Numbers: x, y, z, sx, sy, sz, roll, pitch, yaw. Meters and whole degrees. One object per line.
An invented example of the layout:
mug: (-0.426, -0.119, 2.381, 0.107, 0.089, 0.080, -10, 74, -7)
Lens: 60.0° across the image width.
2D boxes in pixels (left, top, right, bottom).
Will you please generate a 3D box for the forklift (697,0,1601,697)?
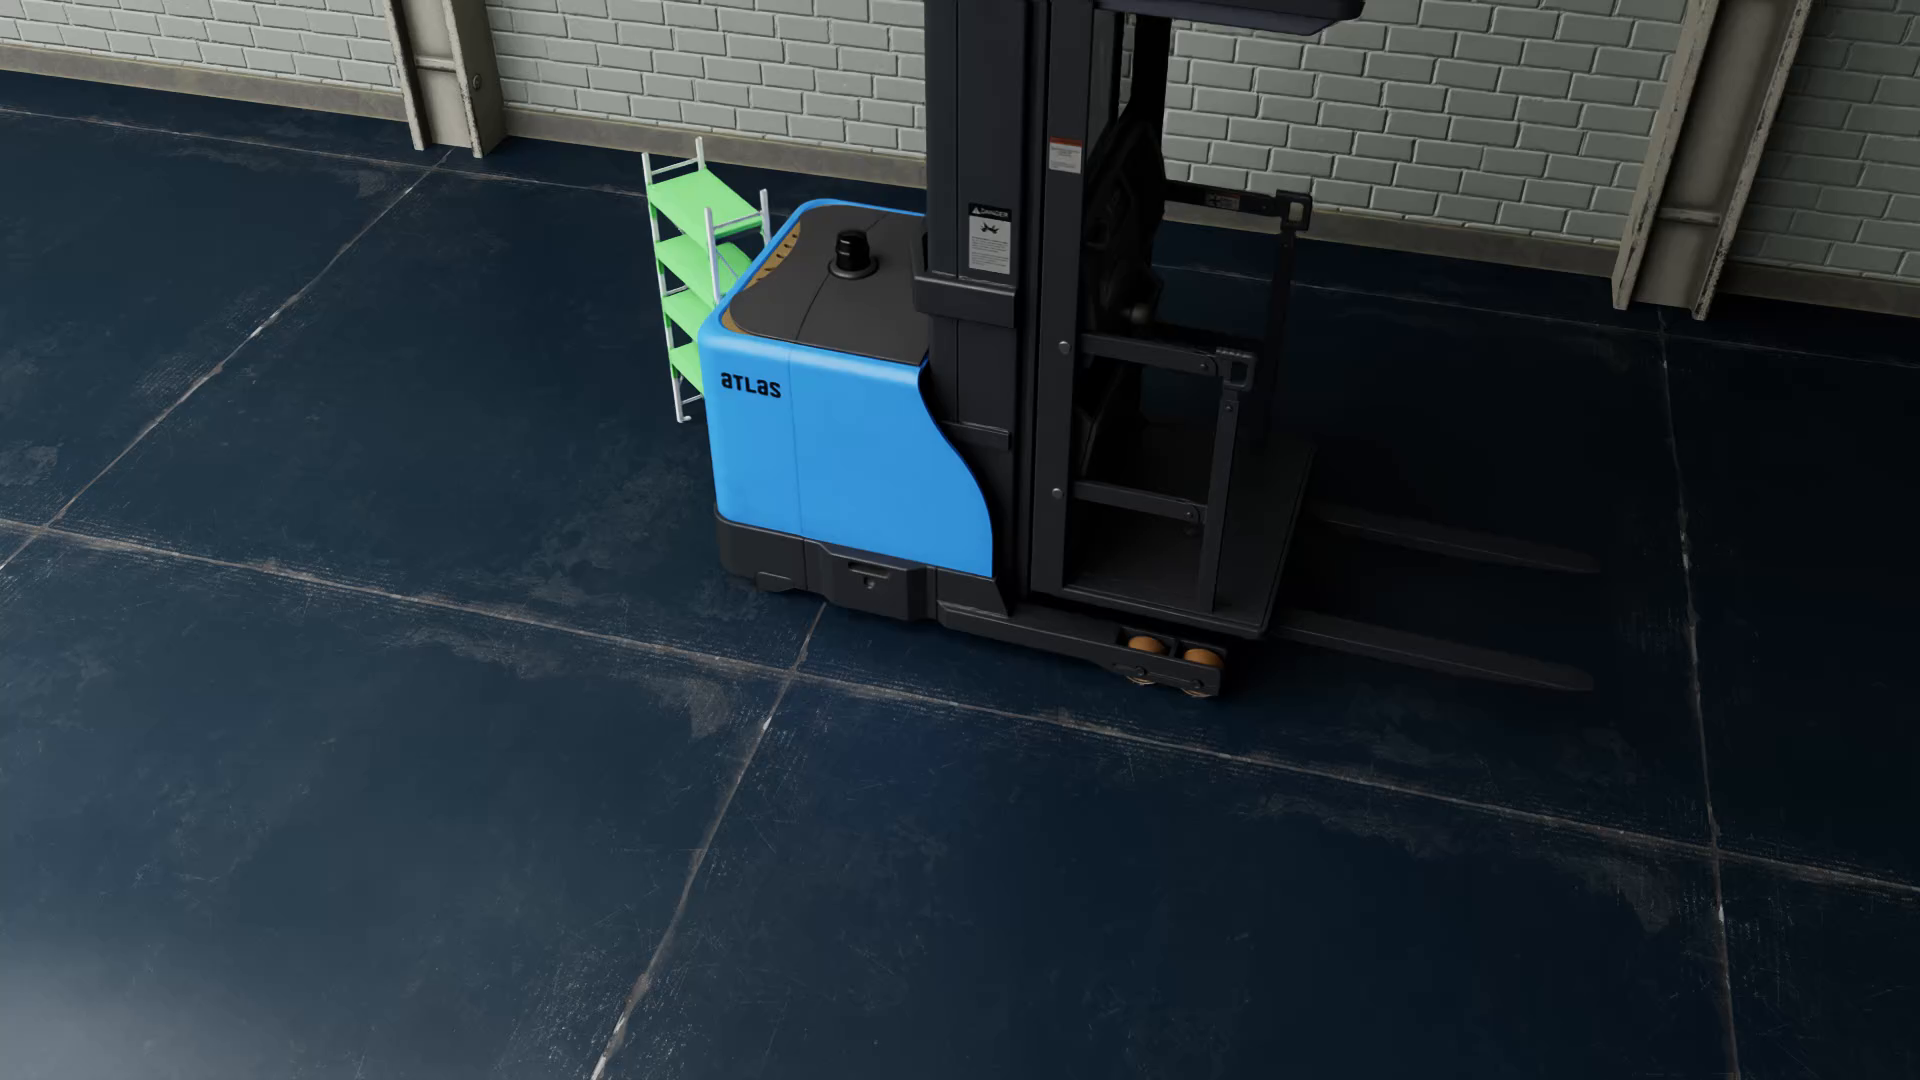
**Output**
forklift: (0.699, -0.977, 5.134, 3.031, 2.935, 1.130, 12, 41, 14)

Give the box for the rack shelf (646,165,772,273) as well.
rack shelf: (-0.919, -1.178, 6.072, 0.258, 0.148, 0.480, -24, 46, -26)

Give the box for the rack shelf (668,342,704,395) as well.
rack shelf: (-0.919, -0.626, 6.535, 0.258, 0.148, 0.480, -24, 46, -26)

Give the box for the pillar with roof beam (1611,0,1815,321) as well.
pillar with roof beam: (2.064, -1.877, 1.488, 0.400, 9.000, 9.100, 10, 41, 11)

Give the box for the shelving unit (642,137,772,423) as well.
shelving unit: (-0.919, -0.859, 6.340, 0.258, 1.200, 0.503, -24, 46, -26)

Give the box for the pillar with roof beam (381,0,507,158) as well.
pillar with roof beam: (-3.732, -2.875, 2.676, 0.400, 9.000, 9.100, 10, 41, 11)

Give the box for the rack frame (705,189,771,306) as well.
rack frame: (-0.781, -0.729, 6.186, 0.240, 1.200, 0.015, -24, 46, -26)

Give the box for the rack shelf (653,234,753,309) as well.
rack shelf: (-0.919, -0.994, 6.226, 0.258, 0.148, 0.480, -24, 46, -26)

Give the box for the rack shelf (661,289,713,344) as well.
rack shelf: (-0.919, -0.810, 6.381, 0.258, 0.148, 0.480, -24, 46, -26)

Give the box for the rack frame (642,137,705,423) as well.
rack frame: (-1.057, -0.988, 6.494, 0.240, 1.200, 0.015, -24, 46, -26)
